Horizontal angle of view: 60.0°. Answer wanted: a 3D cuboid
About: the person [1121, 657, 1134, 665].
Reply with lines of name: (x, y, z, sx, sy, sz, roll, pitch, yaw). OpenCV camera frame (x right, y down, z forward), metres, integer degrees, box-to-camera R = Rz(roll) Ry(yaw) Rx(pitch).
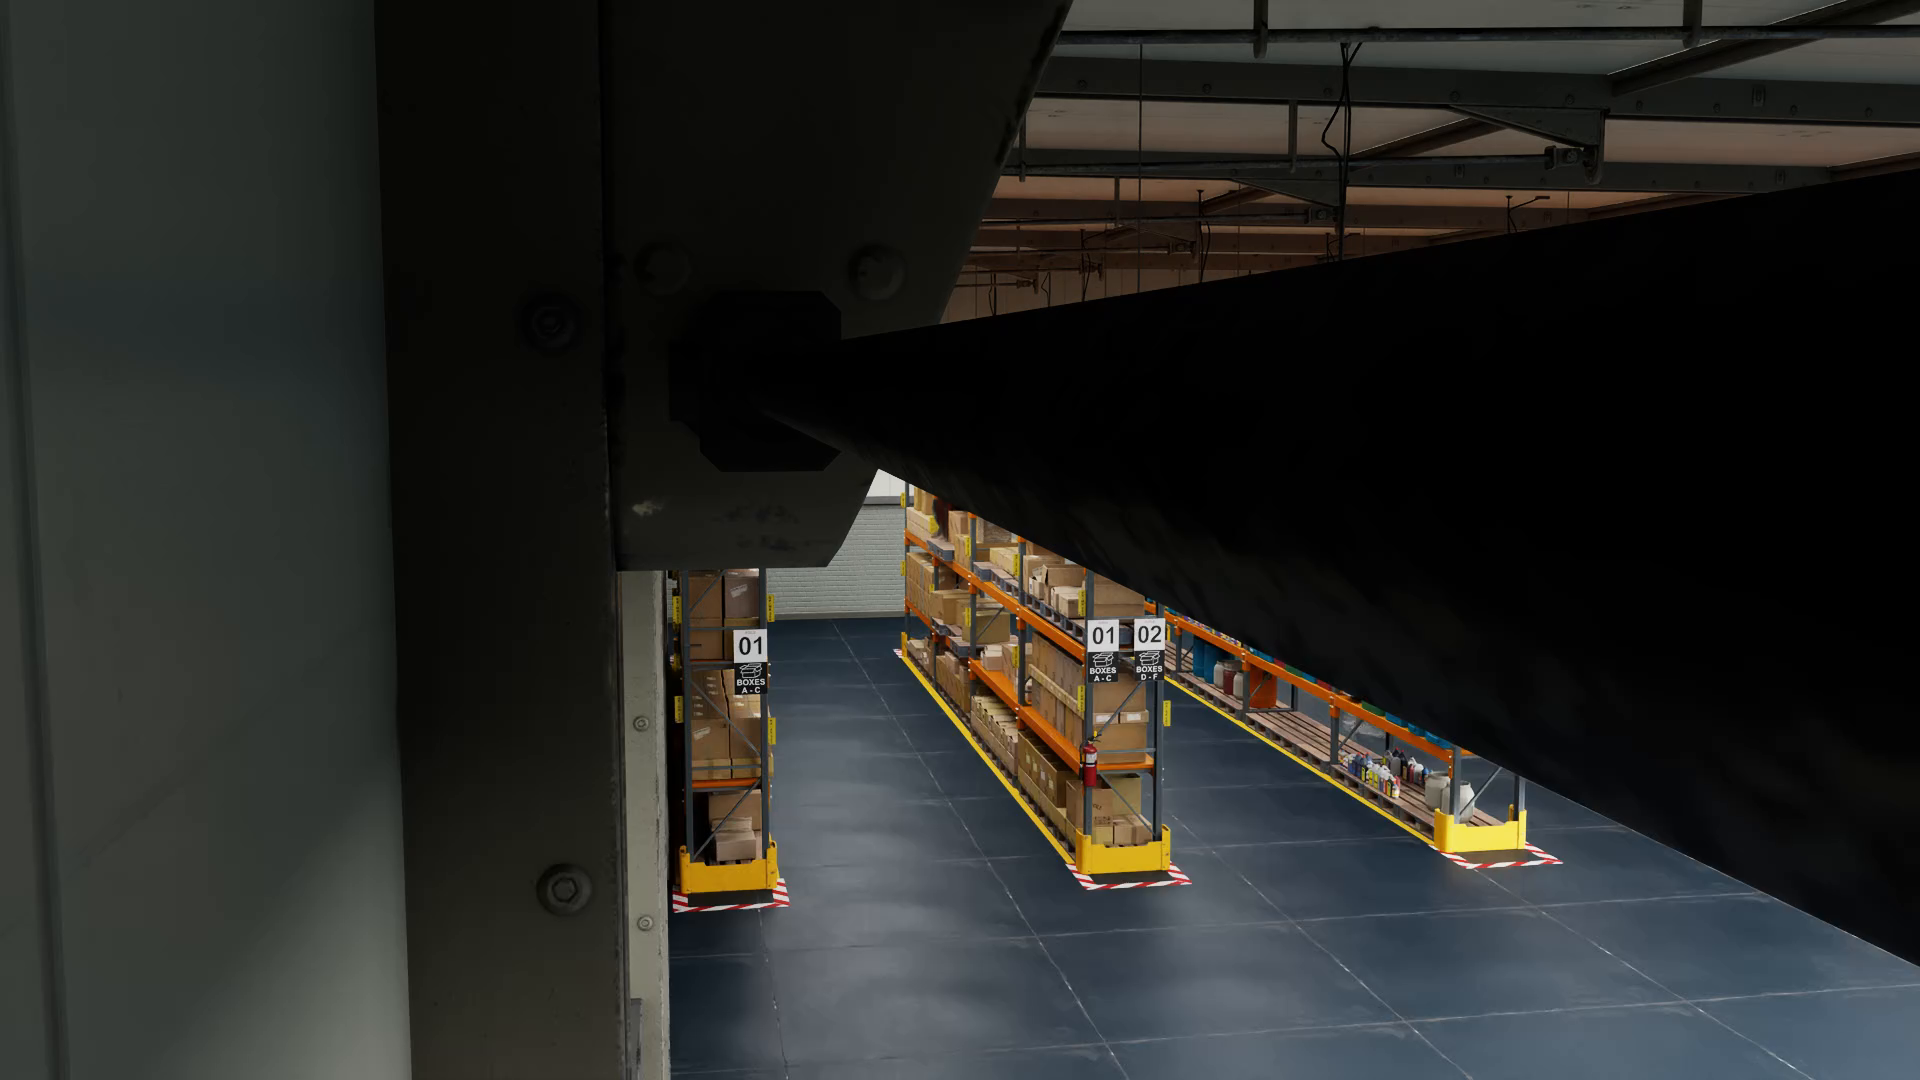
person: (3.181, 2.205, 31.442, 0.712, 1.764, 0.918, -2, 6, -21)
